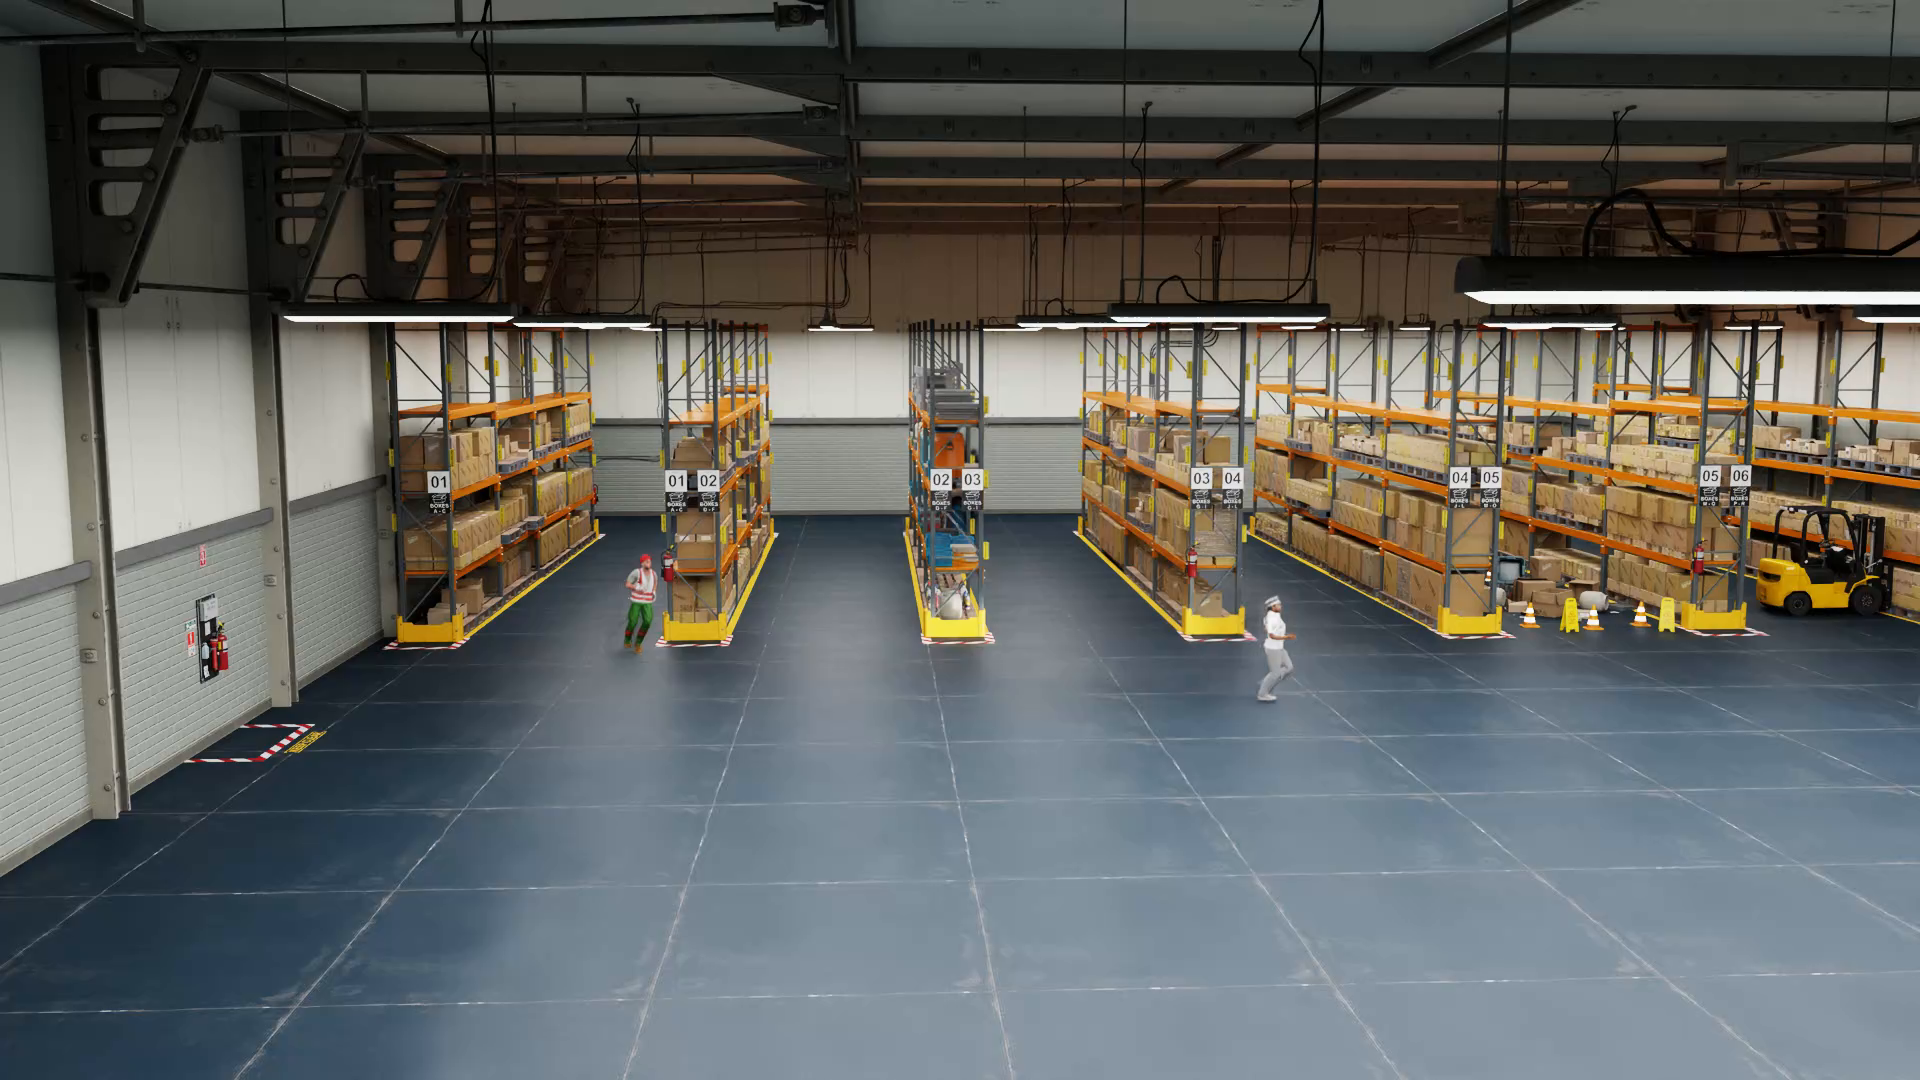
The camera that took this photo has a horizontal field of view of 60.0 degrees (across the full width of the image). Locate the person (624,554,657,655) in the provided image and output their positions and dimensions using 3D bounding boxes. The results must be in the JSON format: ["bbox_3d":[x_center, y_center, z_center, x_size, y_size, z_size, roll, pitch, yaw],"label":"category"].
[{"bbox_3d":[-5.724,1.147,30.078,0.660,1.789,0.714,-4,8,-28],"label":"person"}]

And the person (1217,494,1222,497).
[{"bbox_3d":[7.272,-0.761,46.333,0.616,1.600,0.796,1,7,4],"label":"person"}]

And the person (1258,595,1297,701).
[{"bbox_3d":[4.969,1.692,25.962,0.599,1.681,0.561,2,7,17],"label":"person"}]
